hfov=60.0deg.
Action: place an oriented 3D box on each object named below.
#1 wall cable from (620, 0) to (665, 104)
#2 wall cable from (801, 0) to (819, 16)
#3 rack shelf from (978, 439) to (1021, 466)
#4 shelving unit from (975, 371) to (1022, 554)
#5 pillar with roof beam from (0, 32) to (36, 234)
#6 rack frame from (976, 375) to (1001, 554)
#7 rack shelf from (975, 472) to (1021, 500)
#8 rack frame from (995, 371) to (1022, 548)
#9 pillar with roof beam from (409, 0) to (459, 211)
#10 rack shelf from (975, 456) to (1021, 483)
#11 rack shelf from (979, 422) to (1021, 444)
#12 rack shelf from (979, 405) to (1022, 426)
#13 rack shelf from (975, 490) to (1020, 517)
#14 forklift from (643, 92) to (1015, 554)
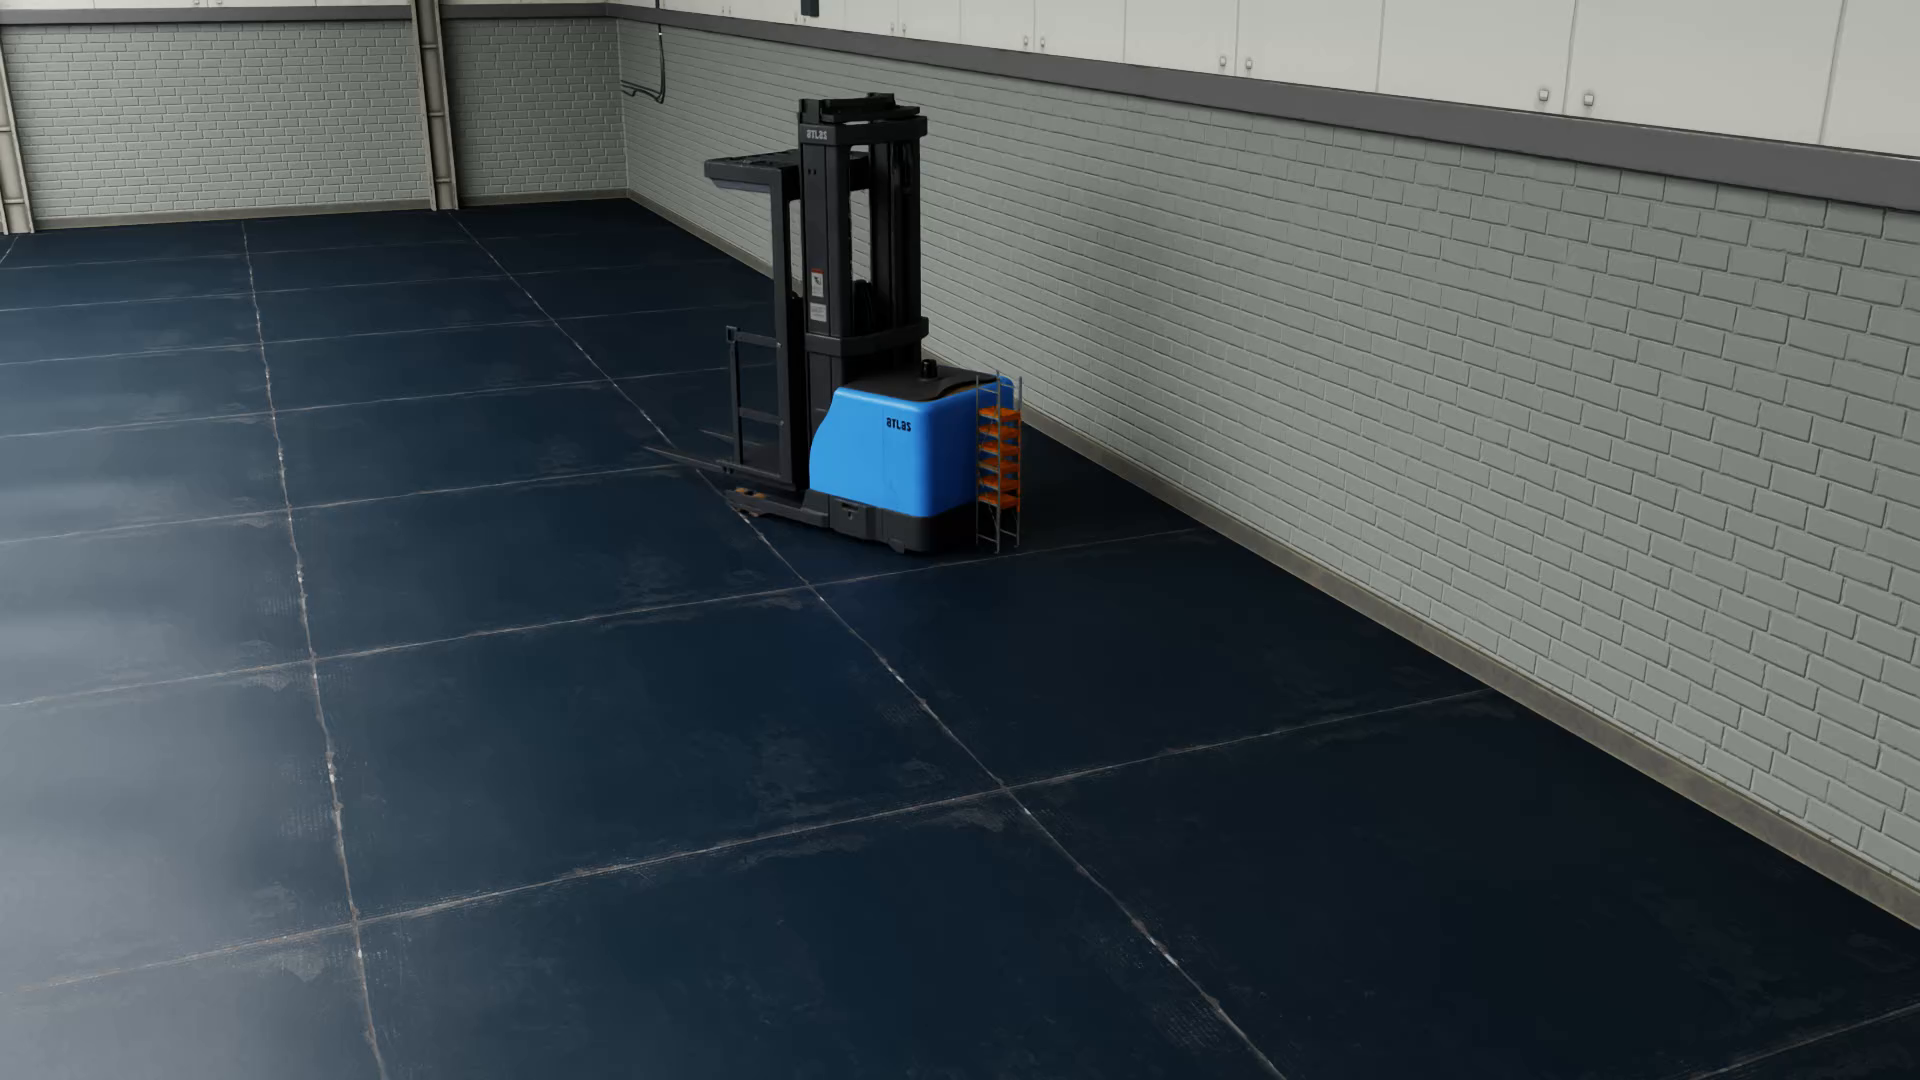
[{"bbox_3d":[-4.997,-8.055,25.526,0.112,2.526,3.097,-8,21,-22],"label":"wall cable"},{"bbox_3d":[-1.251,-8.227,16.217,0.169,6.003,2.305,-8,21,-22],"label":"wall cable"},{"bbox_3d":[0.257,-0.590,11.162,0.180,0.103,0.258,-16,25,-38],"label":"rack shelf"},{"bbox_3d":[0.257,-0.518,11.187,0.189,1.200,0.258,-16,25,-38],"label":"shelving unit"},{"bbox_3d":[-12.029,-7.434,19.084,0.400,9.000,9.100,-8,21,-22],"label":"pillar with roof beam"},{"bbox_3d":[0.188,-0.498,11.130,0.006,1.200,0.240,-16,25,-38],"label":"rack frame"},{"bbox_3d":[0.257,-0.363,11.242,0.180,0.103,0.258,-16,25,-38],"label":"rack shelf"},{"bbox_3d":[0.325,-0.538,11.244,0.006,1.200,0.240,-16,25,-38],"label":"rack frame"},{"bbox_3d":[-6.520,-8.223,21.326,0.400,9.000,9.100,-8,21,-22],"label":"pillar with roof beam"},{"bbox_3d":[0.257,-0.476,11.202,0.180,0.103,0.258,-16,25,-38],"label":"rack shelf"},{"bbox_3d":[0.257,-0.703,11.122,0.180,0.103,0.258,-16,25,-38],"label":"rack shelf"},{"bbox_3d":[0.257,-0.816,11.082,0.180,0.103,0.258,-16,25,-38],"label":"rack shelf"},{"bbox_3d":[0.257,-0.250,11.282,0.180,0.103,0.258,-16,25,-38],"label":"rack shelf"},{"bbox_3d":[-1.080,-1.671,11.855,3.031,2.935,1.130,15,24,36],"label":"forklift"}]
